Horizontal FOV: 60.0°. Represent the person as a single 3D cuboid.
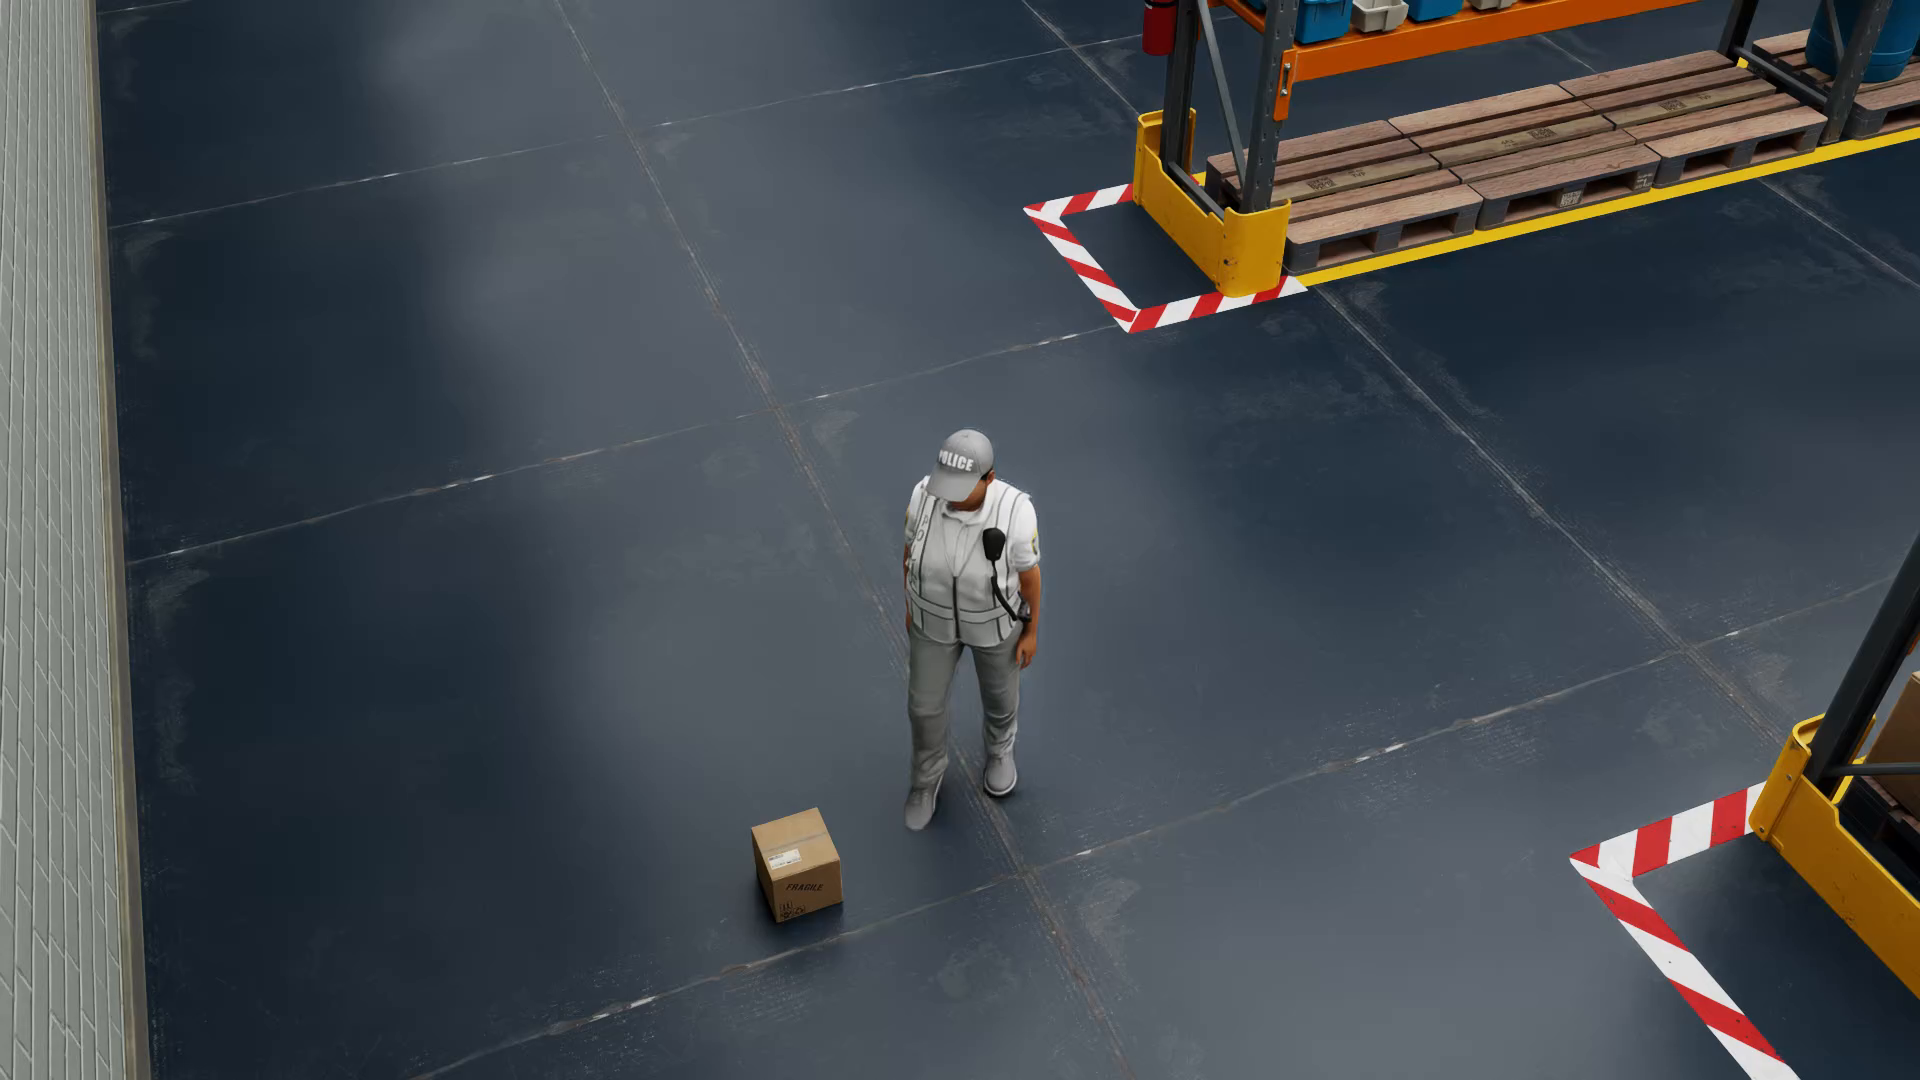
[{"bbox_3d":[0.024,0.331,5.815,0.489,1.707,0.521,8,43,9],"label":"person"}]
